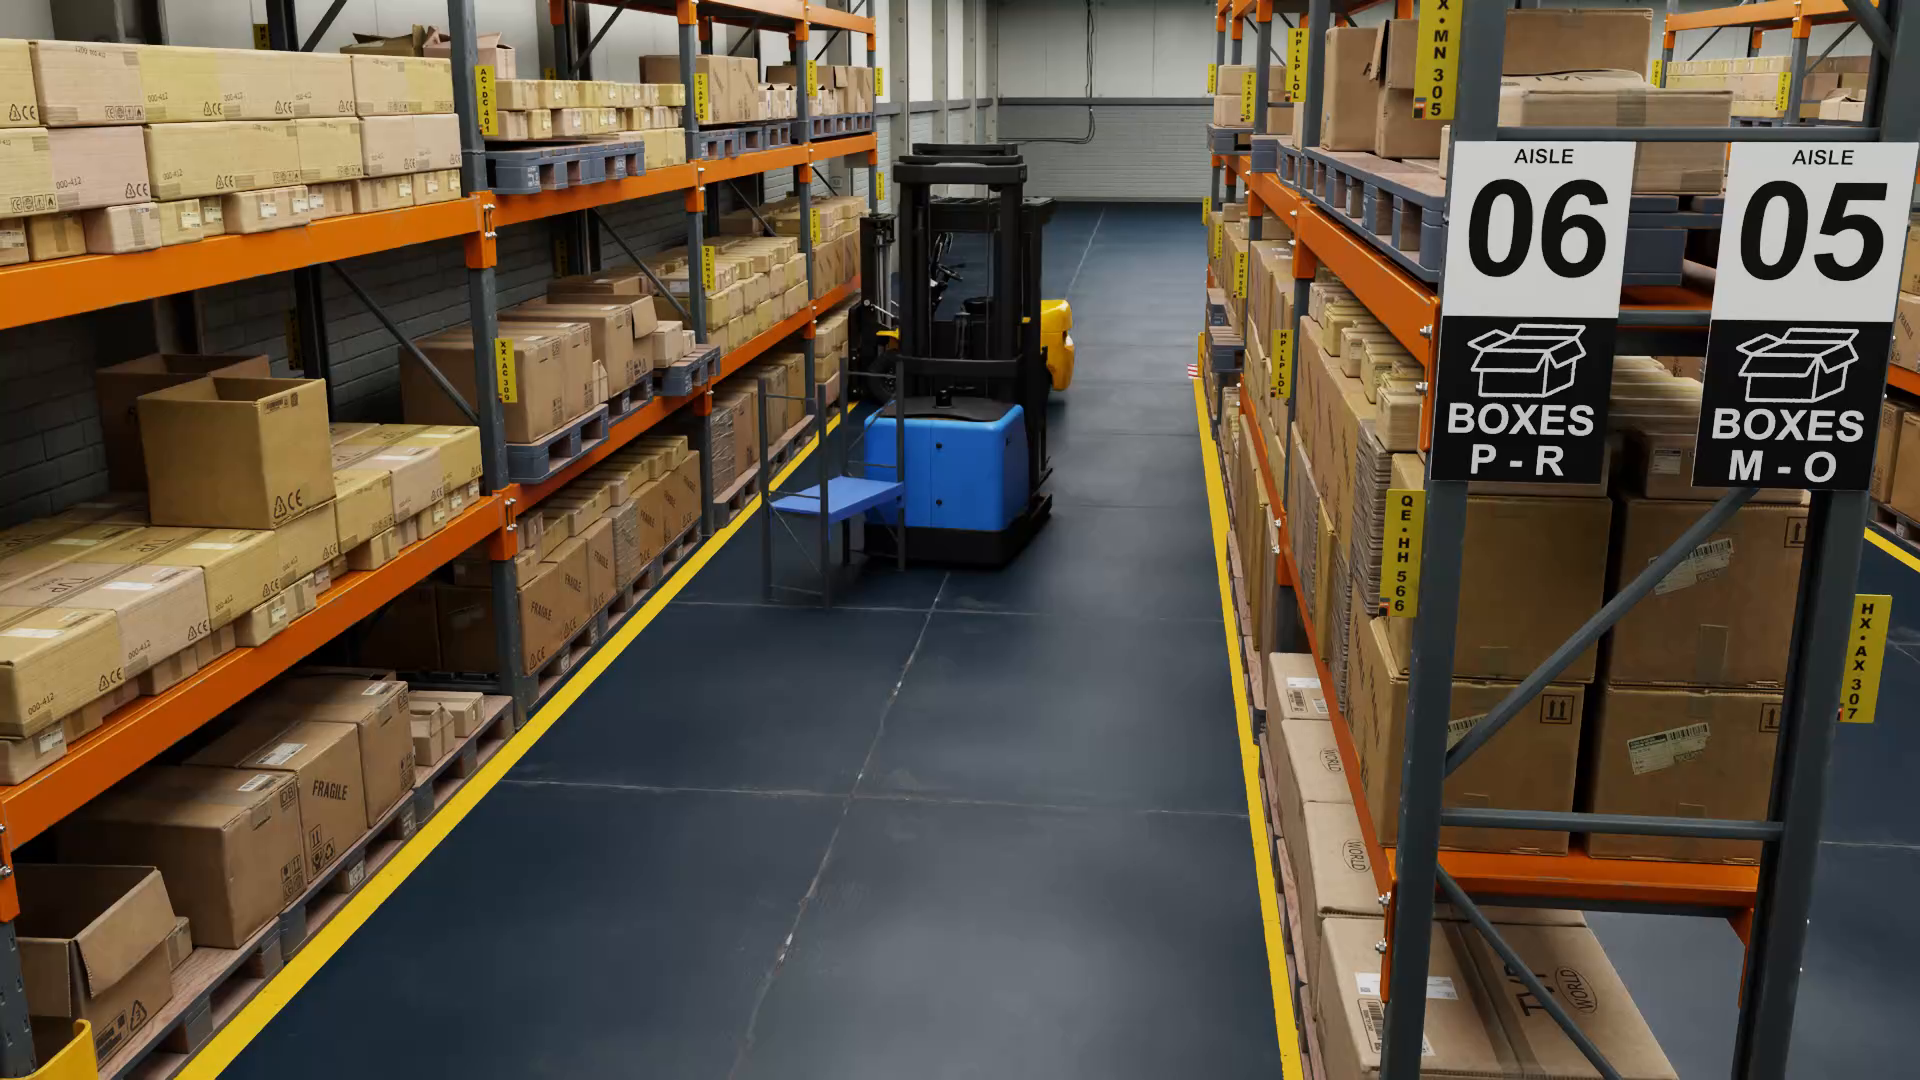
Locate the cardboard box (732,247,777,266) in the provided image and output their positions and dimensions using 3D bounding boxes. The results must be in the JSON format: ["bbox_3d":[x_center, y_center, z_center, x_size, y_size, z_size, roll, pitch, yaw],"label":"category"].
[{"bbox_3d":[-1.842,-2.529,14.832,0.380,0.149,0.250,1,15,5],"label":"cardboard box"}]

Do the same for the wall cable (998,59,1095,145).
[{"bbox_3d":[2.565,-13.316,50.617,3.097,2.526,0.112,2,15,6],"label":"wall cable"}]

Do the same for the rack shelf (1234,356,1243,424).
[{"bbox_3d":[2.763,-1.519,13.910,1.077,0.370,4.000,2,15,6],"label":"rack shelf"}]

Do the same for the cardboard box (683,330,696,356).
[{"bbox_3d":[-2.088,-1.392,11.741,0.380,0.149,0.250,2,15,7],"label":"cardboard box"}]

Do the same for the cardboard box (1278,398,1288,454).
[{"bbox_3d":[1.894,-0.600,8.465,0.500,0.250,0.500,2,15,6],"label":"cardboard box"}]

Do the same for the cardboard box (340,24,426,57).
[{"bbox_3d":[-2.880,-2.458,8.380,0.396,0.266,0.258,1,15,5],"label":"cardboard box"}]

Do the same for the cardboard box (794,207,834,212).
[{"bbox_3d":[-1.546,-3.445,17.653,0.380,0.149,0.250,2,15,6],"label":"cardboard box"}]

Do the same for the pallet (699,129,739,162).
[{"bbox_3d":[-2.407,-3.028,12.729,1.213,0.211,1.003,2,15,9],"label":"pallet"}]

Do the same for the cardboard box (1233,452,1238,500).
[{"bbox_3d":[2.611,-0.428,12.727,0.950,0.372,0.625,1,15,2],"label":"cardboard box"}]

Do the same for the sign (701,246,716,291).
[{"bbox_3d":[-1.855,-2.000,12.244,0.100,0.325,0.005,2,15,6],"label":"sign"}]

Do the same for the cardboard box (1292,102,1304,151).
[{"bbox_3d":[1.977,-2.152,8.495,0.500,0.311,0.500,2,15,6],"label":"cardboard box"}]

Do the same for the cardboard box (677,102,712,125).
[{"bbox_3d":[-2.054,-3.160,12.307,0.380,0.166,0.250,2,15,6],"label":"cardboard box"}]

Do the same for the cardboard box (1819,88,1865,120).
[{"bbox_3d":[7.602,-3.750,14.298,0.258,0.266,0.396,1,15,5],"label":"cardboard box"}]

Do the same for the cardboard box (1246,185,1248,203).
[{"bbox_3d":[3.535,-3.827,18.390,0.700,0.500,0.500,2,15,7],"label":"cardboard box"}]

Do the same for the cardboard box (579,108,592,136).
[{"bbox_3d":[-2.305,-2.364,9.395,0.380,0.149,0.250,2,15,6],"label":"cardboard box"}]

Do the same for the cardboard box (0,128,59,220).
[{"bbox_3d":[-2.976,-1.044,4.747,0.500,0.250,0.500,2,15,6],"label":"cardboard box"}]

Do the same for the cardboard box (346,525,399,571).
[{"bbox_3d":[-2.702,0.027,7.297,0.380,0.149,0.250,1,15,5],"label":"cardboard box"}]

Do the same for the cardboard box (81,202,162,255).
[{"bbox_3d":[-2.851,-1.017,5.410,0.380,0.149,0.250,2,15,7],"label":"cardboard box"}]

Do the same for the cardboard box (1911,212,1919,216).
[{"bbox_3d":[7.812,-2.534,14.178,0.700,0.500,0.500,1,15,5],"label":"cardboard box"}]

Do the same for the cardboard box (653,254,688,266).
[{"bbox_3d":[-2.405,-2.343,14.146,0.380,0.149,0.250,2,15,8],"label":"cardboard box"}]

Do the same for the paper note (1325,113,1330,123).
[{"bbox_3d":[1.293,-1.487,5.856,0.006,0.032,0.123,2,15,6],"label":"paper note"}]

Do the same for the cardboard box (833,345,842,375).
[{"bbox_3d":[-1.528,-1.894,17.424,0.500,0.250,0.500,2,15,6],"label":"cardboard box"}]

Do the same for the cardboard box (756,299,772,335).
[{"bbox_3d":[-1.929,-1.926,14.327,0.500,0.250,0.500,2,15,8],"label":"cardboard box"}]

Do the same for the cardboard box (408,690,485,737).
[{"bbox_3d":[-2.617,0.872,8.349,0.380,0.149,0.250,1,15,5],"label":"cardboard box"}]

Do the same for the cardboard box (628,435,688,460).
[{"bbox_3d":[-2.199,-0.666,12.120,0.380,0.149,0.250,1,15,4],"label":"cardboard box"}]

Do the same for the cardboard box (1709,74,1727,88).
[{"bbox_3d":[7.891,-4.562,16.763,0.500,0.250,0.500,2,15,6],"label":"cardboard box"}]

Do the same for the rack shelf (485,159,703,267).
[{"bbox_3d":[-2.621,-2.074,10.219,1.077,0.370,4.000,2,15,6],"label":"rack shelf"}]

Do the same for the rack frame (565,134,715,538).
[{"bbox_3d":[-2.395,-1.492,12.435,1.000,3.000,0.127,2,15,6],"label":"rack frame"}]

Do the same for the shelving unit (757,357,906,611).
[{"bbox_3d":[-0.850,-0.409,11.300,0.538,1.500,1.048,8,17,26],"label":"shelving unit"}]

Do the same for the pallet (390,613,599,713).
[{"bbox_3d":[-2.792,0.679,9.747,1.003,0.211,1.213,2,15,6],"label":"pallet"}]

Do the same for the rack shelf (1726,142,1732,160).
[{"bbox_3d":[8.144,-3.885,16.913,1.077,0.370,4.000,2,15,6],"label":"rack shelf"}]

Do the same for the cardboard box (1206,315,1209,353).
[{"bbox_3d":[3.018,-2.316,18.509,0.500,0.500,0.500,1,15,4],"label":"cardboard box"}]

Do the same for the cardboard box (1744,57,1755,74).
[{"bbox_3d":[7.729,-4.527,15.870,0.380,0.149,0.250,2,15,7],"label":"cardboard box"}]

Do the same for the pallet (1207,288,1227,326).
[{"bbox_3d":[2.758,-2.098,15.042,1.003,0.211,1.213,2,15,6],"label":"pallet"}]

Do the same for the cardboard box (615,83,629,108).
[{"bbox_3d":[-2.286,-2.770,10.366,0.380,0.149,0.250,2,15,6],"label":"cardboard box"}]

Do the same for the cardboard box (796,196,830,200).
[{"bbox_3d":[-1.742,-3.991,19.673,0.380,0.149,0.250,1,15,5],"label":"cardboard box"}]

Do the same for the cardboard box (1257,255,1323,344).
[{"bbox_3d":[2.119,-1.495,10.336,0.500,0.500,0.500,2,15,8],"label":"cardboard box"}]

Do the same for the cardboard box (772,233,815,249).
[{"bbox_3d":[-1.646,-2.966,16.451,0.380,0.149,0.250,1,15,5],"label":"cardboard box"}]

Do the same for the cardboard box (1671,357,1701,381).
[{"bbox_3d":[8.262,-2.073,17.850,0.875,0.875,0.875,1,15,5],"label":"cardboard box"}]

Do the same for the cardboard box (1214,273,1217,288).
[{"bbox_3d":[2.885,-2.753,17.576,0.380,0.149,0.250,2,15,7],"label":"cardboard box"}]

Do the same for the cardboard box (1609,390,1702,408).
[{"bbox_3d":[2.052,-0.334,4.803,0.380,0.149,0.250,2,15,8],"label":"cardboard box"}]

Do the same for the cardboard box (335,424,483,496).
[{"bbox_3d":[-2.661,-0.387,8.064,0.500,0.250,0.500,2,15,8],"label":"cardboard box"}]

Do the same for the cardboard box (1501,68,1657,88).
[{"bbox_3d":[1.853,-1.315,5.207,0.500,0.311,0.500,2,15,7],"label":"cardboard box"}]

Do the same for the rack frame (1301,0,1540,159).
[{"bbox_3d":[2.086,-3.206,7.278,1.000,3.000,0.127,2,15,6],"label":"rack frame"}]

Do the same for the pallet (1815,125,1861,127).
[{"bbox_3d":[7.864,-3.381,14.041,0.805,0.209,1.217,1,15,4],"label":"pallet"}]

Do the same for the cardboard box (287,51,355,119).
[{"bbox_3d":[-2.778,-1.814,6.639,0.500,0.250,0.500,2,15,7],"label":"cardboard box"}]

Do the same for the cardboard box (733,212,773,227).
[{"bbox_3d":[-2.122,-3.259,16.966,0.380,0.149,0.250,2,15,6],"label":"cardboard box"}]

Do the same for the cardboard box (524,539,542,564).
[{"bbox_3d":[-2.587,0.077,9.374,0.380,0.149,0.250,1,15,5],"label":"cardboard box"}]

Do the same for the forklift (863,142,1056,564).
[{"bbox_3d":[0.126,-1.587,12.914,1.130,2.935,3.031,3,15,12],"label":"forklift"}]

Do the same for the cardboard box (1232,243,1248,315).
[{"bbox_3d":[2.360,-2.002,12.754,0.500,0.500,0.500,1,15,5],"label":"cardboard box"}]

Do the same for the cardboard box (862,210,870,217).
[{"bbox_3d":[-1.252,-3.763,19.399,0.380,0.149,0.250,2,15,7],"label":"cardboard box"}]

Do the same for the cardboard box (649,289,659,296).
[{"bbox_3d":[-2.620,-1.786,12.850,0.500,0.250,0.500,2,15,8],"label":"cardboard box"}]

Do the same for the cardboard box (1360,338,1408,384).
[{"bbox_3d":[1.614,-0.615,5.842,0.380,0.149,0.250,2,15,8],"label":"cardboard box"}]

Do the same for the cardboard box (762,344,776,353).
[{"bbox_3d":[-2.080,-2.021,16.938,0.500,0.250,0.500,2,15,7],"label":"cardboard box"}]

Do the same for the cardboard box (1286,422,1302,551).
[{"bbox_3d":[1.773,-0.244,7.626,0.500,0.500,0.500,2,15,8],"label":"cardboard box"}]

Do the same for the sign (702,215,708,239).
[{"bbox_3d":[-2.495,-3.002,16.207,0.100,0.325,0.005,2,15,6],"label":"sign"}]
